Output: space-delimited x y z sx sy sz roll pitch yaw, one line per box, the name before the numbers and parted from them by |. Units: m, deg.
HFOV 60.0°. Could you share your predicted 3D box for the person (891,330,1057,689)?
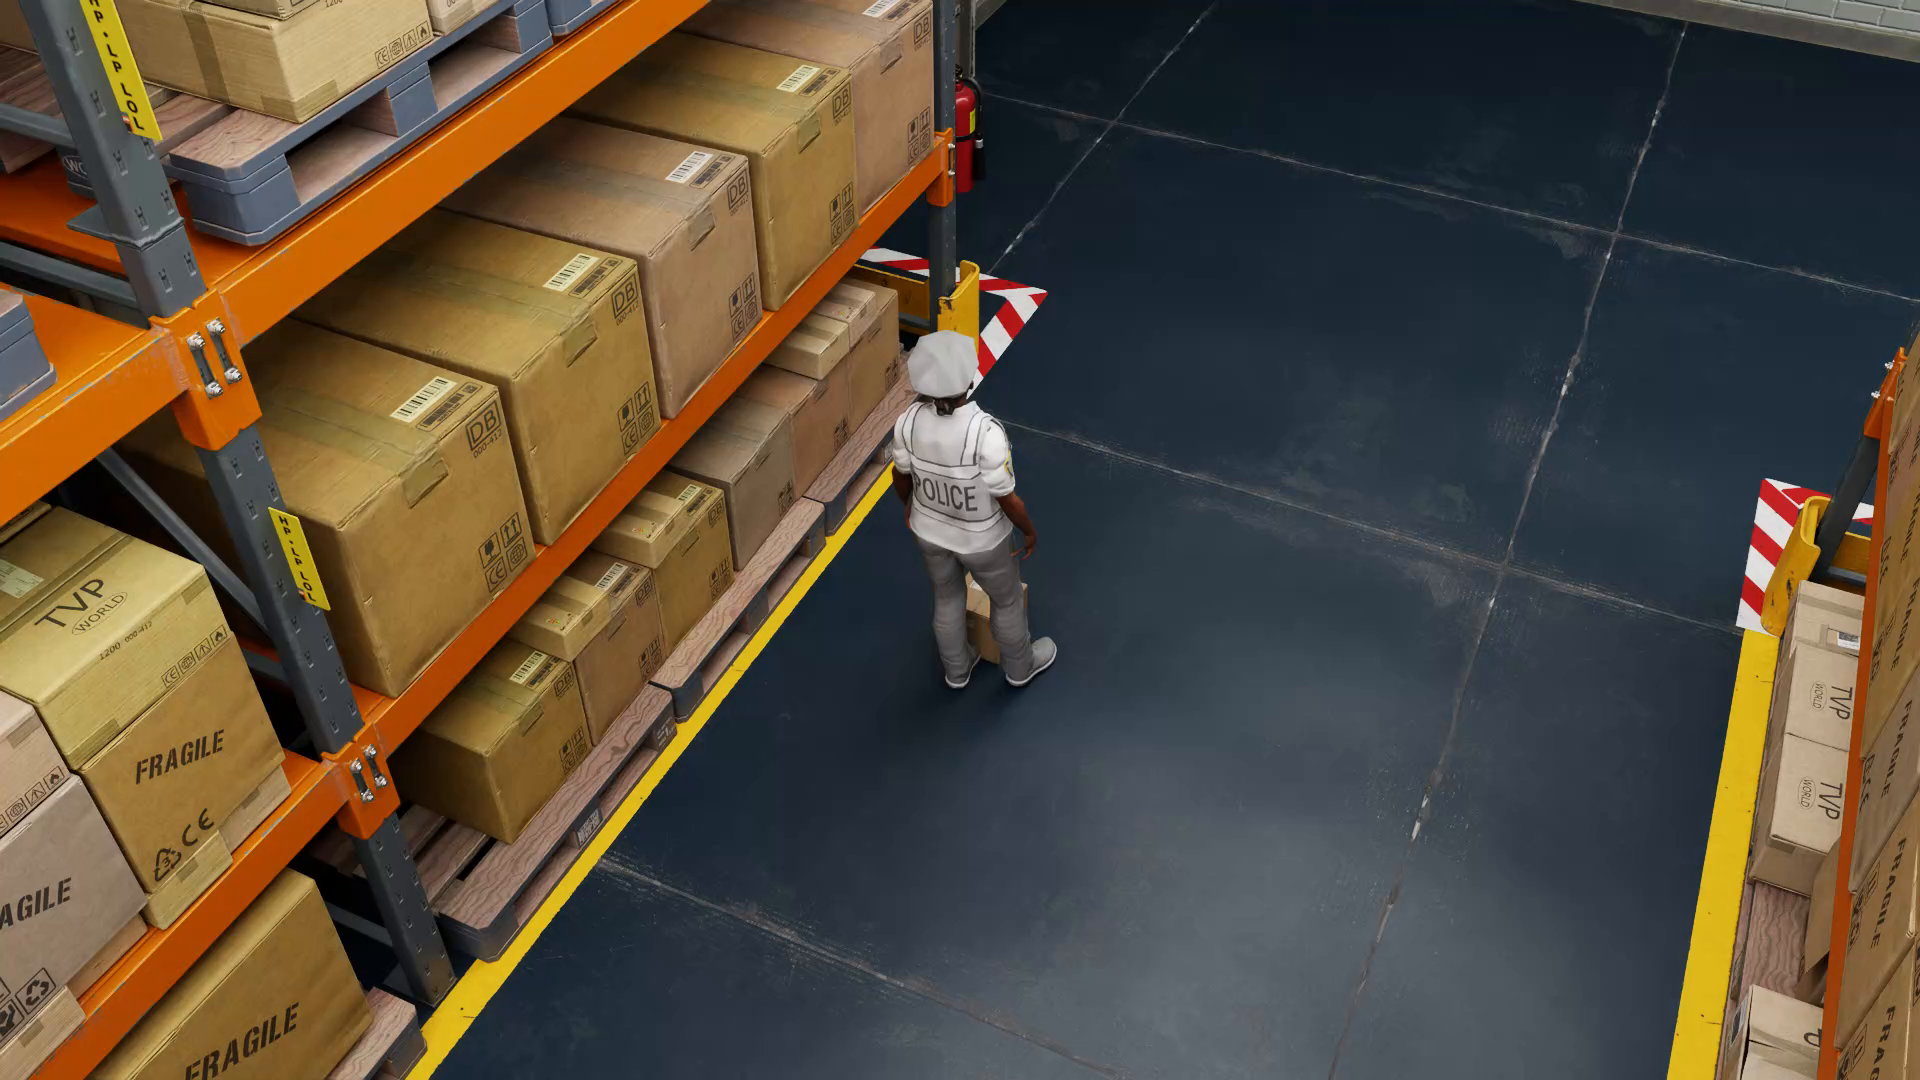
person | 0.053 -0.097 6.228 0.570 1.695 0.530 17 45 18
